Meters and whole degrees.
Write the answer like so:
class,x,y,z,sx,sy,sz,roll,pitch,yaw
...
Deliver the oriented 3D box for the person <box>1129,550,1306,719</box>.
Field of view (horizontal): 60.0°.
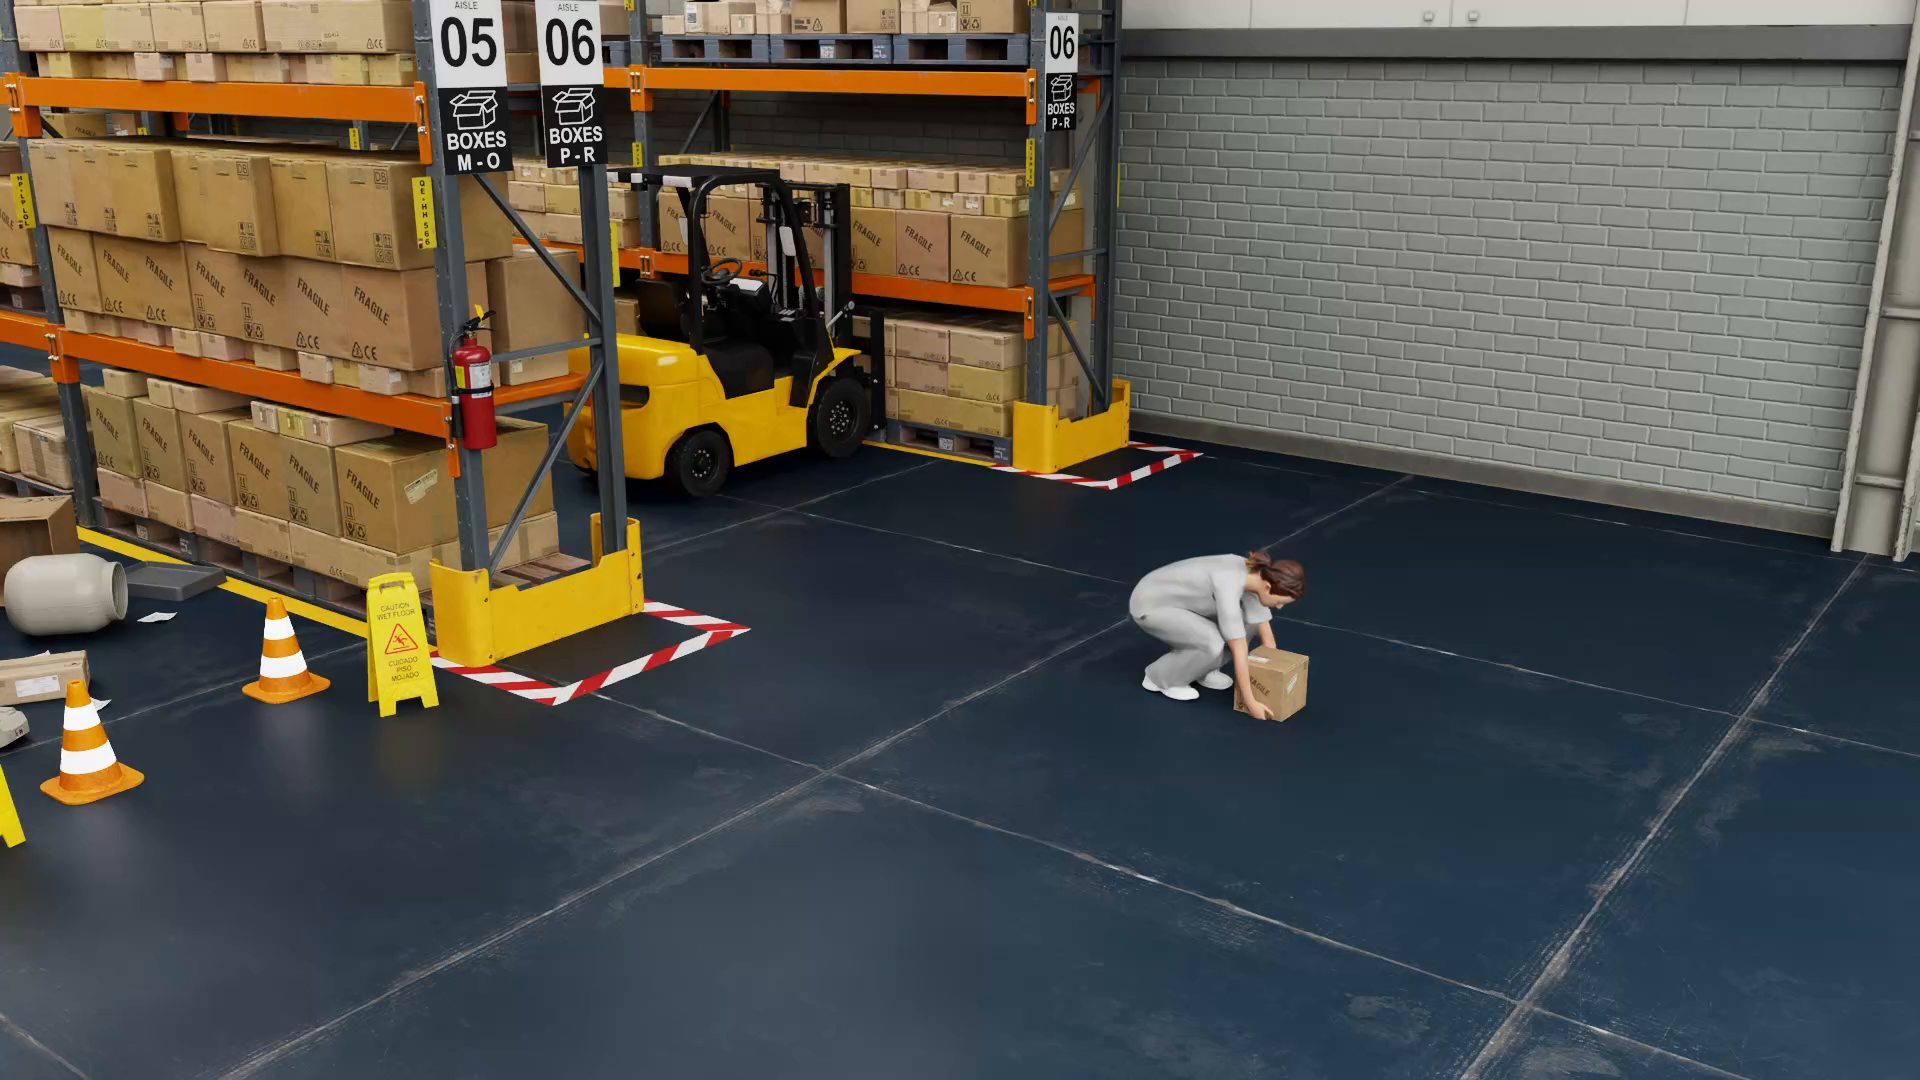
class,x,y,z,sx,sy,sz,roll,pitch,yaw
person,1.212,0.418,7.890,0.839,0.795,0.458,12,20,34
